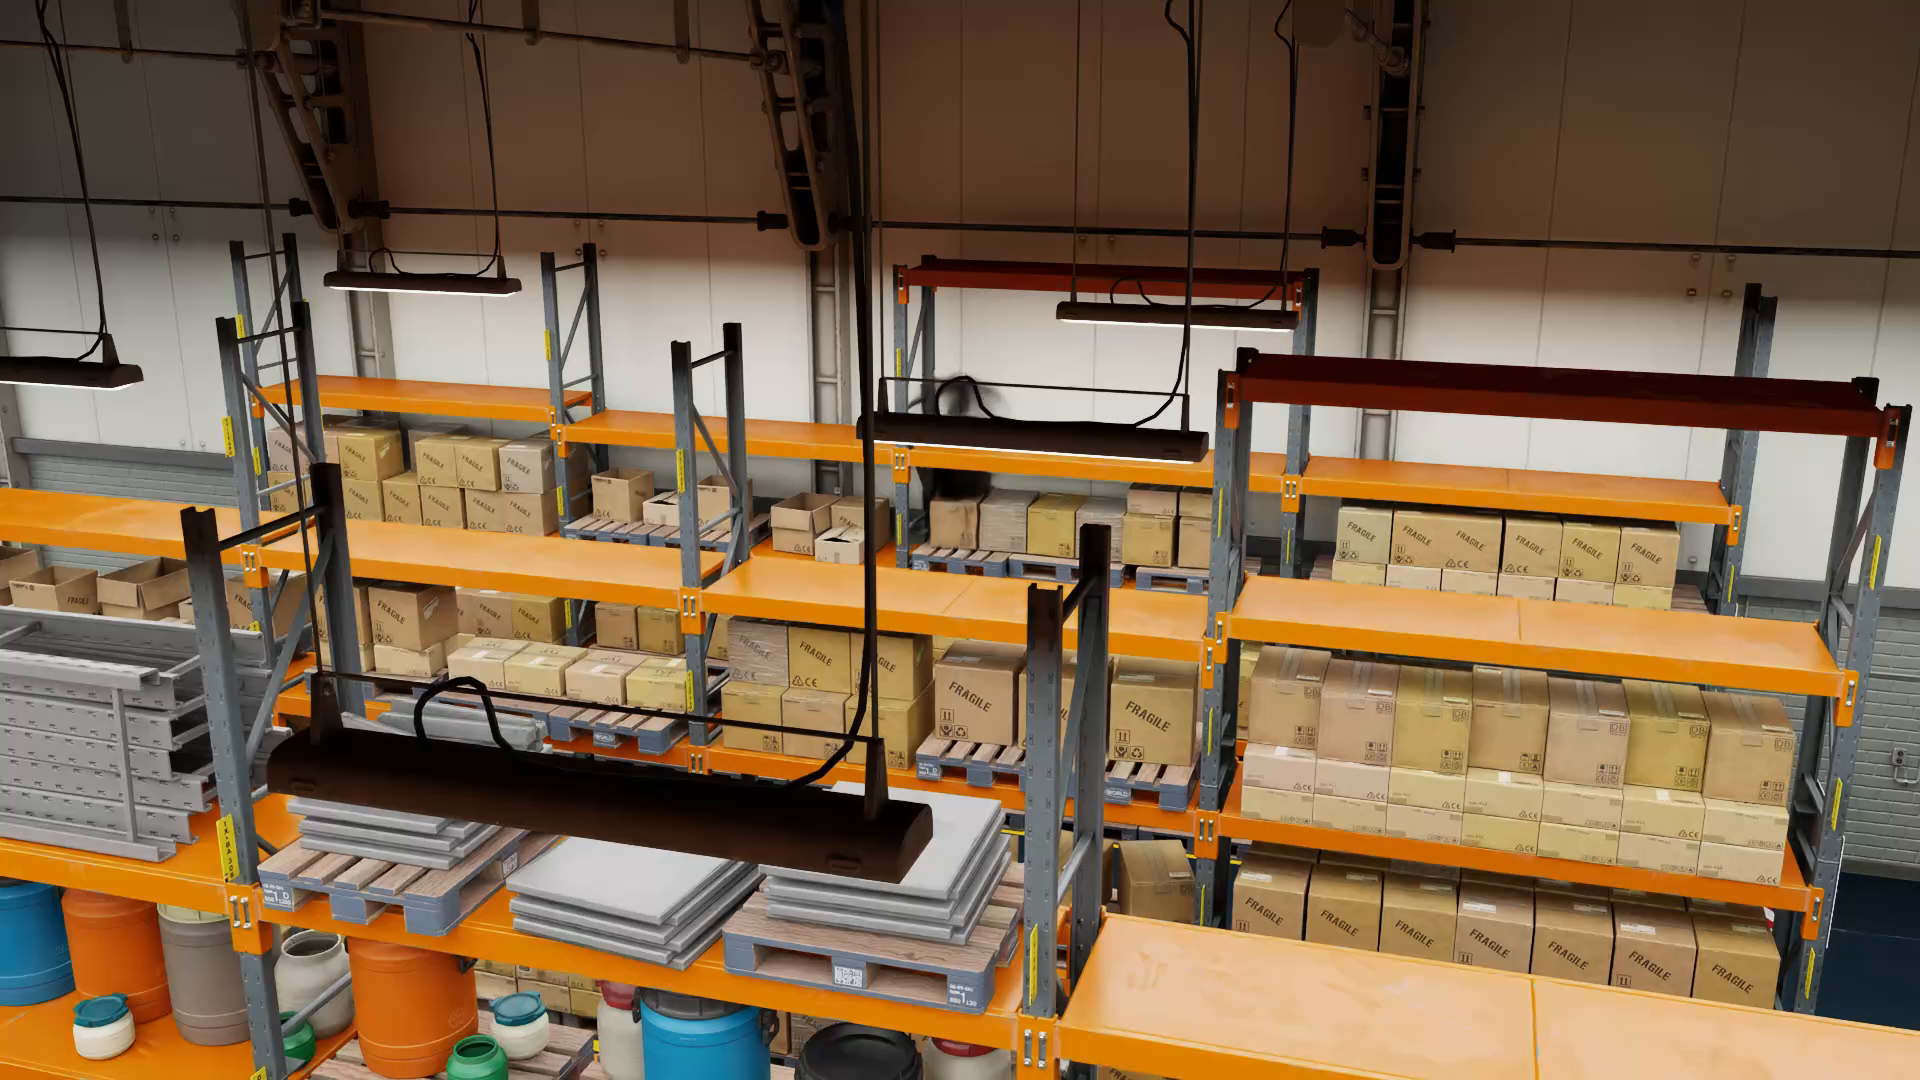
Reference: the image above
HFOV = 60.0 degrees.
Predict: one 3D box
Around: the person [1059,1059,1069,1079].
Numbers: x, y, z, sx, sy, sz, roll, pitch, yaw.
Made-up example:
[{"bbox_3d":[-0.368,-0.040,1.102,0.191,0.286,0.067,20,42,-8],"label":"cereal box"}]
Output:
[{"bbox_3d":[0.747,4.202,11.230,0.804,1.696,0.464,2,16,7],"label":"person"}]
